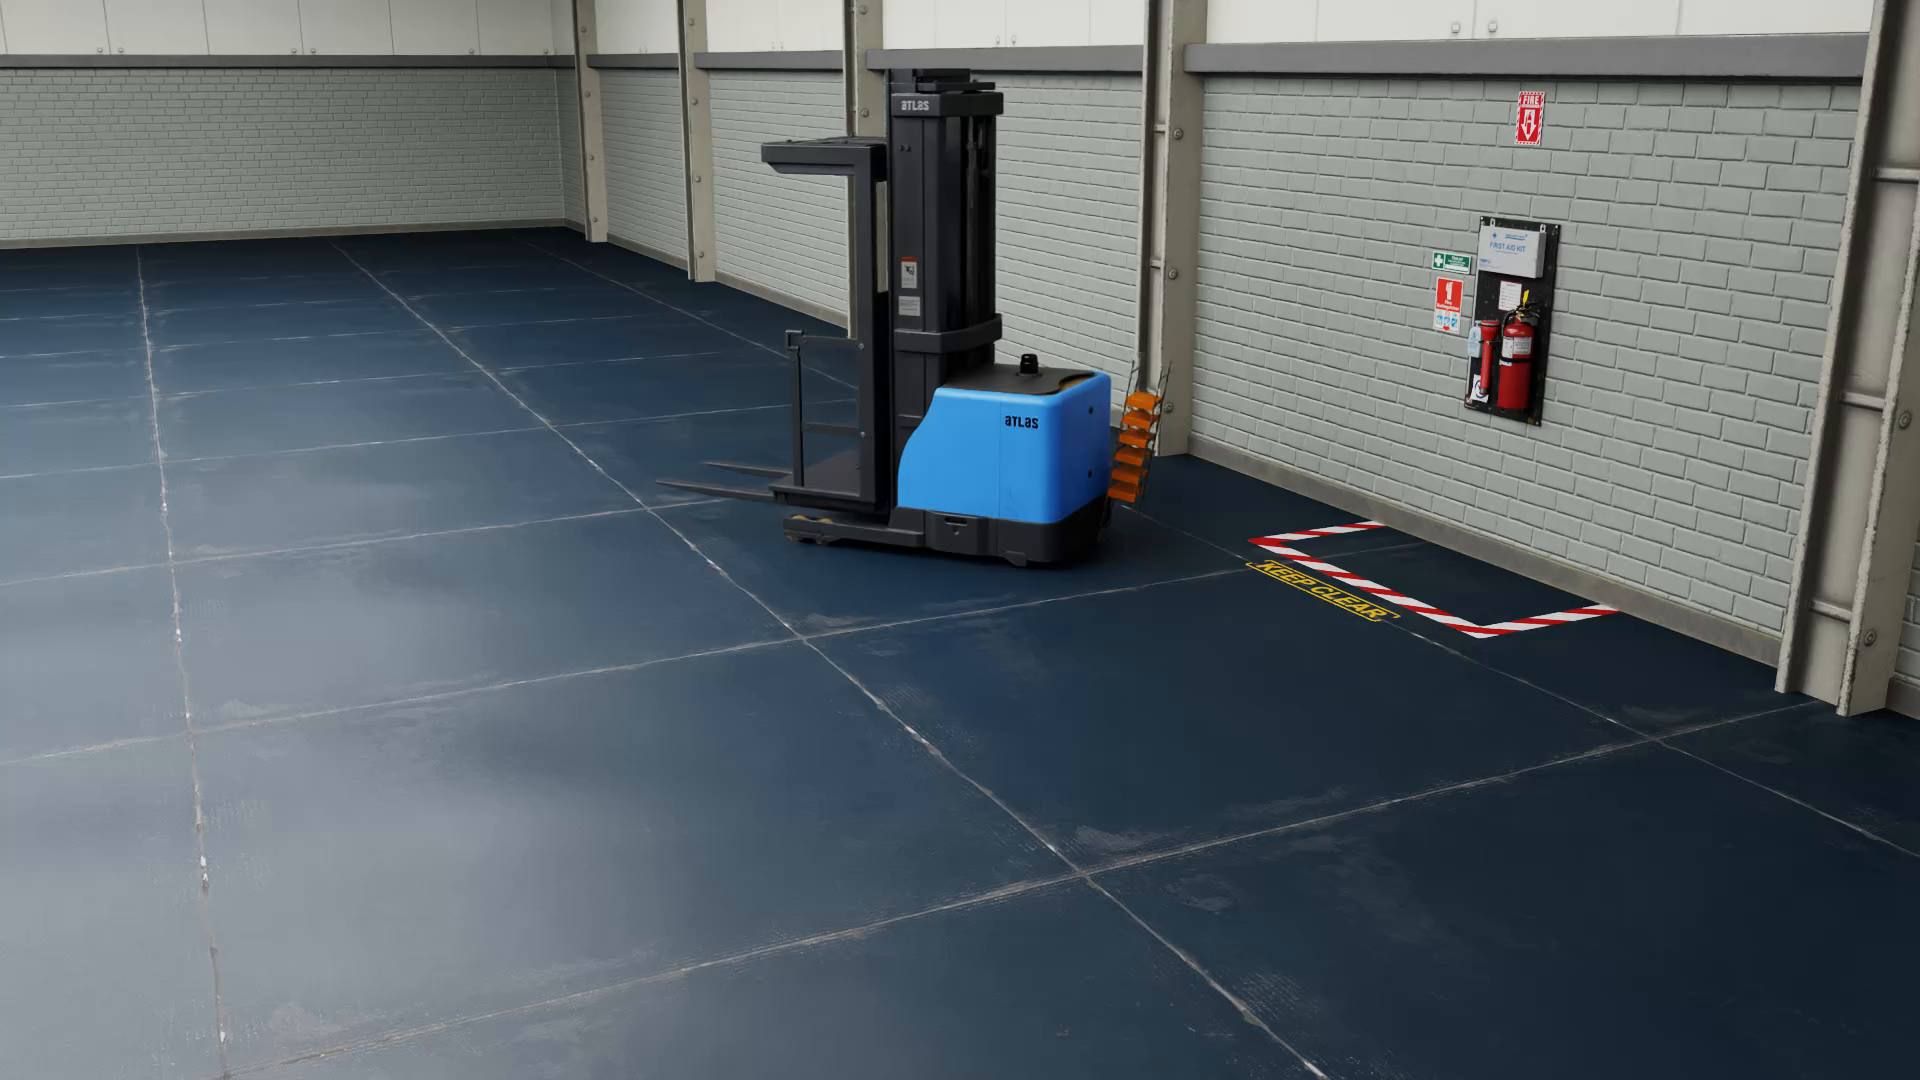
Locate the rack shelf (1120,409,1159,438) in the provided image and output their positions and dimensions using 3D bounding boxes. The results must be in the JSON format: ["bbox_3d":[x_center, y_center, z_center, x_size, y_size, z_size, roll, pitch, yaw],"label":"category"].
[{"bbox_3d":[1.127,-0.733,10.402,0.180,0.103,0.258,16,20,17],"label":"rack shelf"}]

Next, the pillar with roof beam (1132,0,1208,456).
[{"bbox_3d":[-2.267,-4.526,10.210,9.100,9.000,0.400,-8,18,-25],"label":"pillar with roof beam"}]

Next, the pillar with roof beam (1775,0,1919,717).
[{"bbox_3d":[0.361,-3.039,5.026,9.100,9.000,0.400,-8,18,-25],"label":"pillar with roof beam"}]

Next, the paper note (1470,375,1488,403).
[{"bbox_3d":[3.167,-0.921,10.121,0.016,0.148,0.142,-8,18,-25],"label":"paper note"}]

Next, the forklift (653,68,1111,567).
[{"bbox_3d":[-0.582,-1.501,10.669,3.031,2.935,1.130,7,18,24],"label":"forklift"}]

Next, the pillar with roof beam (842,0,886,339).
[{"bbox_3d":[-4.896,-6.014,15.394,9.100,9.000,0.400,-8,18,-25],"label":"pillar with roof beam"}]

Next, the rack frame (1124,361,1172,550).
[{"bbox_3d":[1.180,-0.528,10.440,0.006,1.200,0.240,16,20,17],"label":"rack frame"}]

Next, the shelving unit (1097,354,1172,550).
[{"bbox_3d":[1.096,-0.551,10.467,0.189,1.200,0.258,16,20,17],"label":"shelving unit"}]

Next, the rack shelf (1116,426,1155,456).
[{"bbox_3d":[1.108,-0.622,10.442,0.180,0.103,0.258,16,20,17],"label":"rack shelf"}]

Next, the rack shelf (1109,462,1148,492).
[{"bbox_3d":[1.070,-0.398,10.521,0.180,0.103,0.258,16,20,17],"label":"rack shelf"}]

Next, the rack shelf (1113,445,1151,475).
[{"bbox_3d":[1.089,-0.510,10.481,0.180,0.103,0.258,16,20,17],"label":"rack shelf"}]

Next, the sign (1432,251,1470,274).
[{"bbox_3d":[3.027,-1.712,10.253,0.001,0.109,0.331,-8,18,-25],"label":"sign"}]

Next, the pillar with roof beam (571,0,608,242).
[{"bbox_3d":[-10.153,-8.990,25.763,9.100,9.000,0.400,-8,18,-25],"label":"pillar with roof beam"}]

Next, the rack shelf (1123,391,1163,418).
[{"bbox_3d":[1.146,-0.845,10.363,0.180,0.103,0.258,16,20,17],"label":"rack shelf"}]

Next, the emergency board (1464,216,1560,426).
[{"bbox_3d":[3.183,-1.293,9.817,0.194,1.169,0.643,-8,18,-25],"label":"emergency board"}]

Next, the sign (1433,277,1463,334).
[{"bbox_3d":[3.033,-1.459,10.333,0.001,0.329,0.234,-8,18,-25],"label":"sign"}]

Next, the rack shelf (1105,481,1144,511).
[{"bbox_3d":[1.051,-0.286,10.560,0.180,0.103,0.258,16,20,17],"label":"rack shelf"}]

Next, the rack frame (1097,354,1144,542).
[{"bbox_3d":[1.011,-0.575,10.493,0.006,1.200,0.240,16,20,17],"label":"rack frame"}]

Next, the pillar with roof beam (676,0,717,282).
[{"bbox_3d":[-7.524,-7.502,20.579,9.100,9.000,0.400,-8,18,-25],"label":"pillar with roof beam"}]

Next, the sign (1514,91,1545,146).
[{"bbox_3d":[3.269,-2.421,9.546,0.001,0.298,0.199,-8,18,-25],"label":"sign"}]
